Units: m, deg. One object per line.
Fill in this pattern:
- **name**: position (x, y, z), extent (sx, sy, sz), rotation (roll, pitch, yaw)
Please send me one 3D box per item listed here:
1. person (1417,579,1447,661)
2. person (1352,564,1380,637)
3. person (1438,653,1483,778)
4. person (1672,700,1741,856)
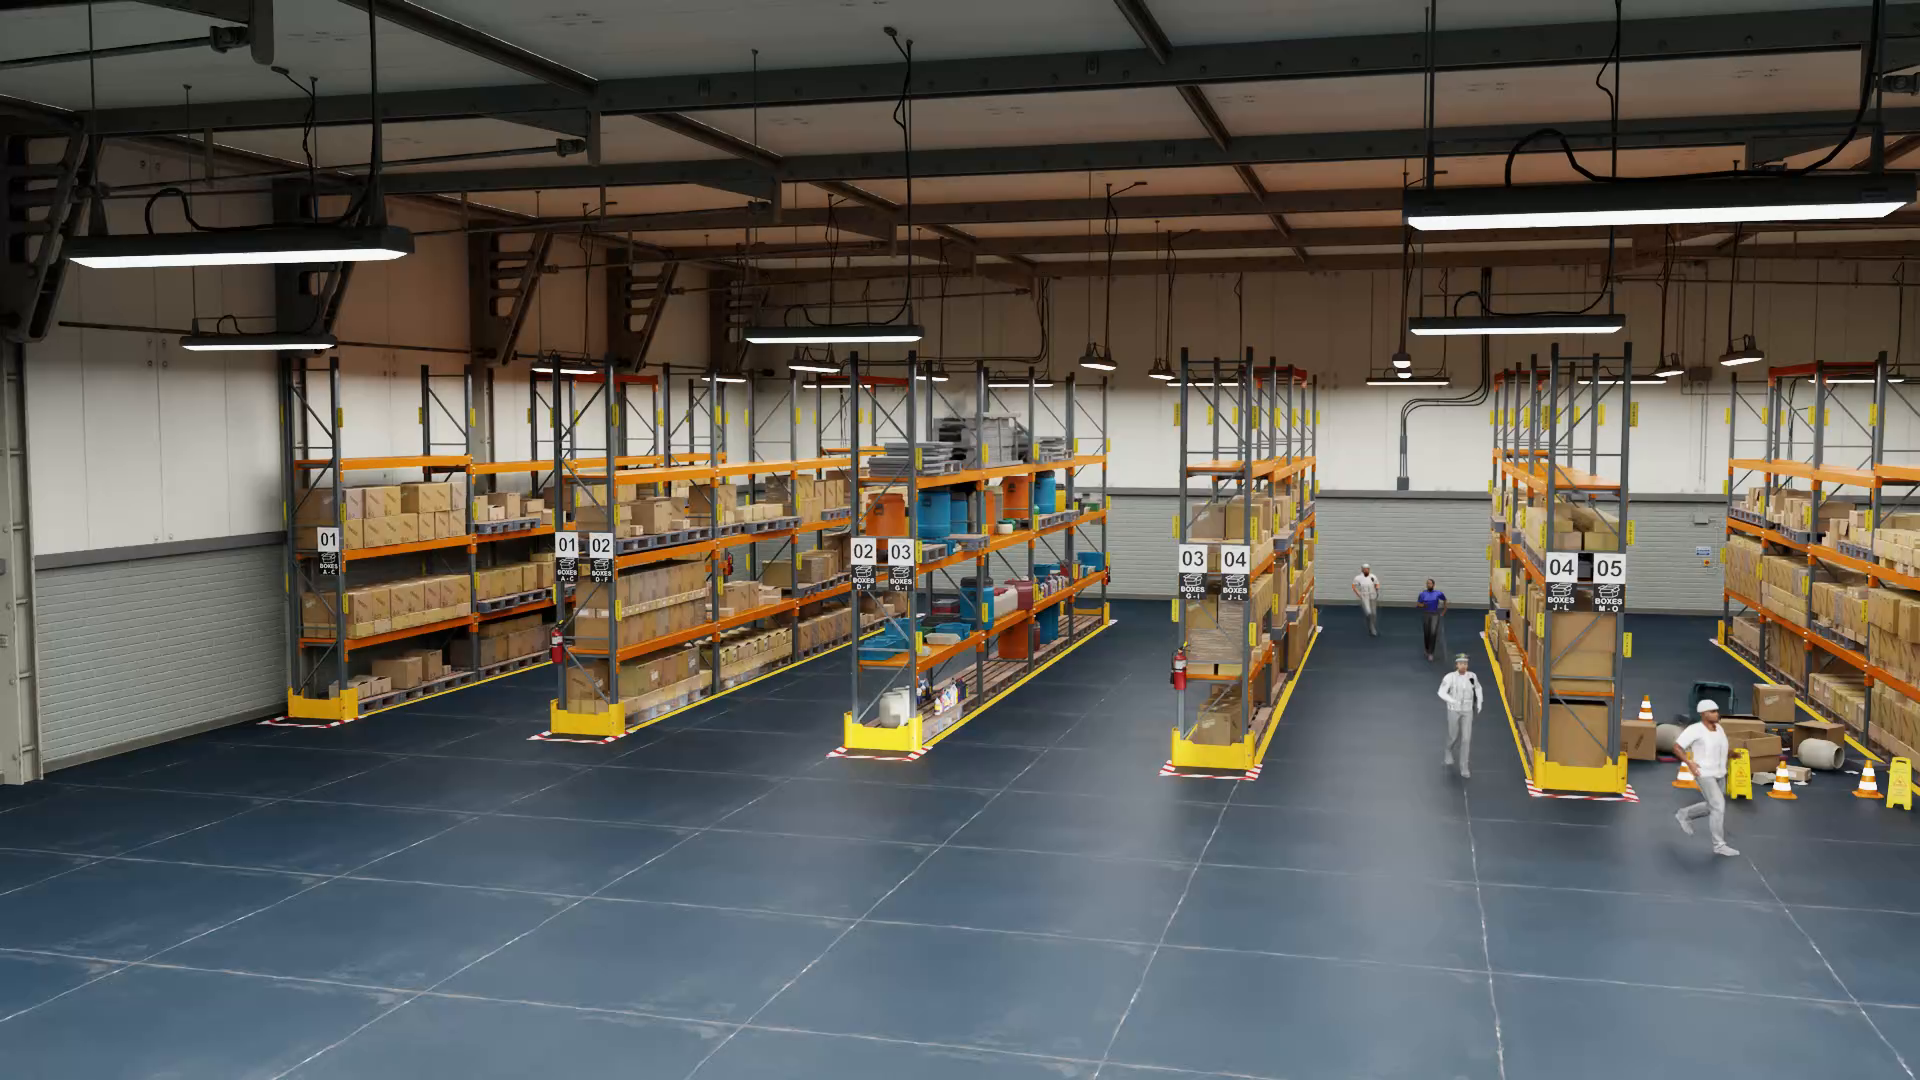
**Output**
- **person**: position (9.808, 1.649, 34.630), extent (0.583, 1.684, 0.834), rotation (2, 5, 24)
- **person**: position (9.363, 1.373, 38.272), extent (0.615, 1.662, 0.669), rotation (0, 4, -4)
- **person**: position (7.073, 2.435, 23.498), extent (0.638, 1.715, 0.806), rotation (0, 4, 6)
- **person**: position (8.643, 2.713, 19.235), extent (0.713, 1.746, 0.920), rotation (-2, 5, -29)
